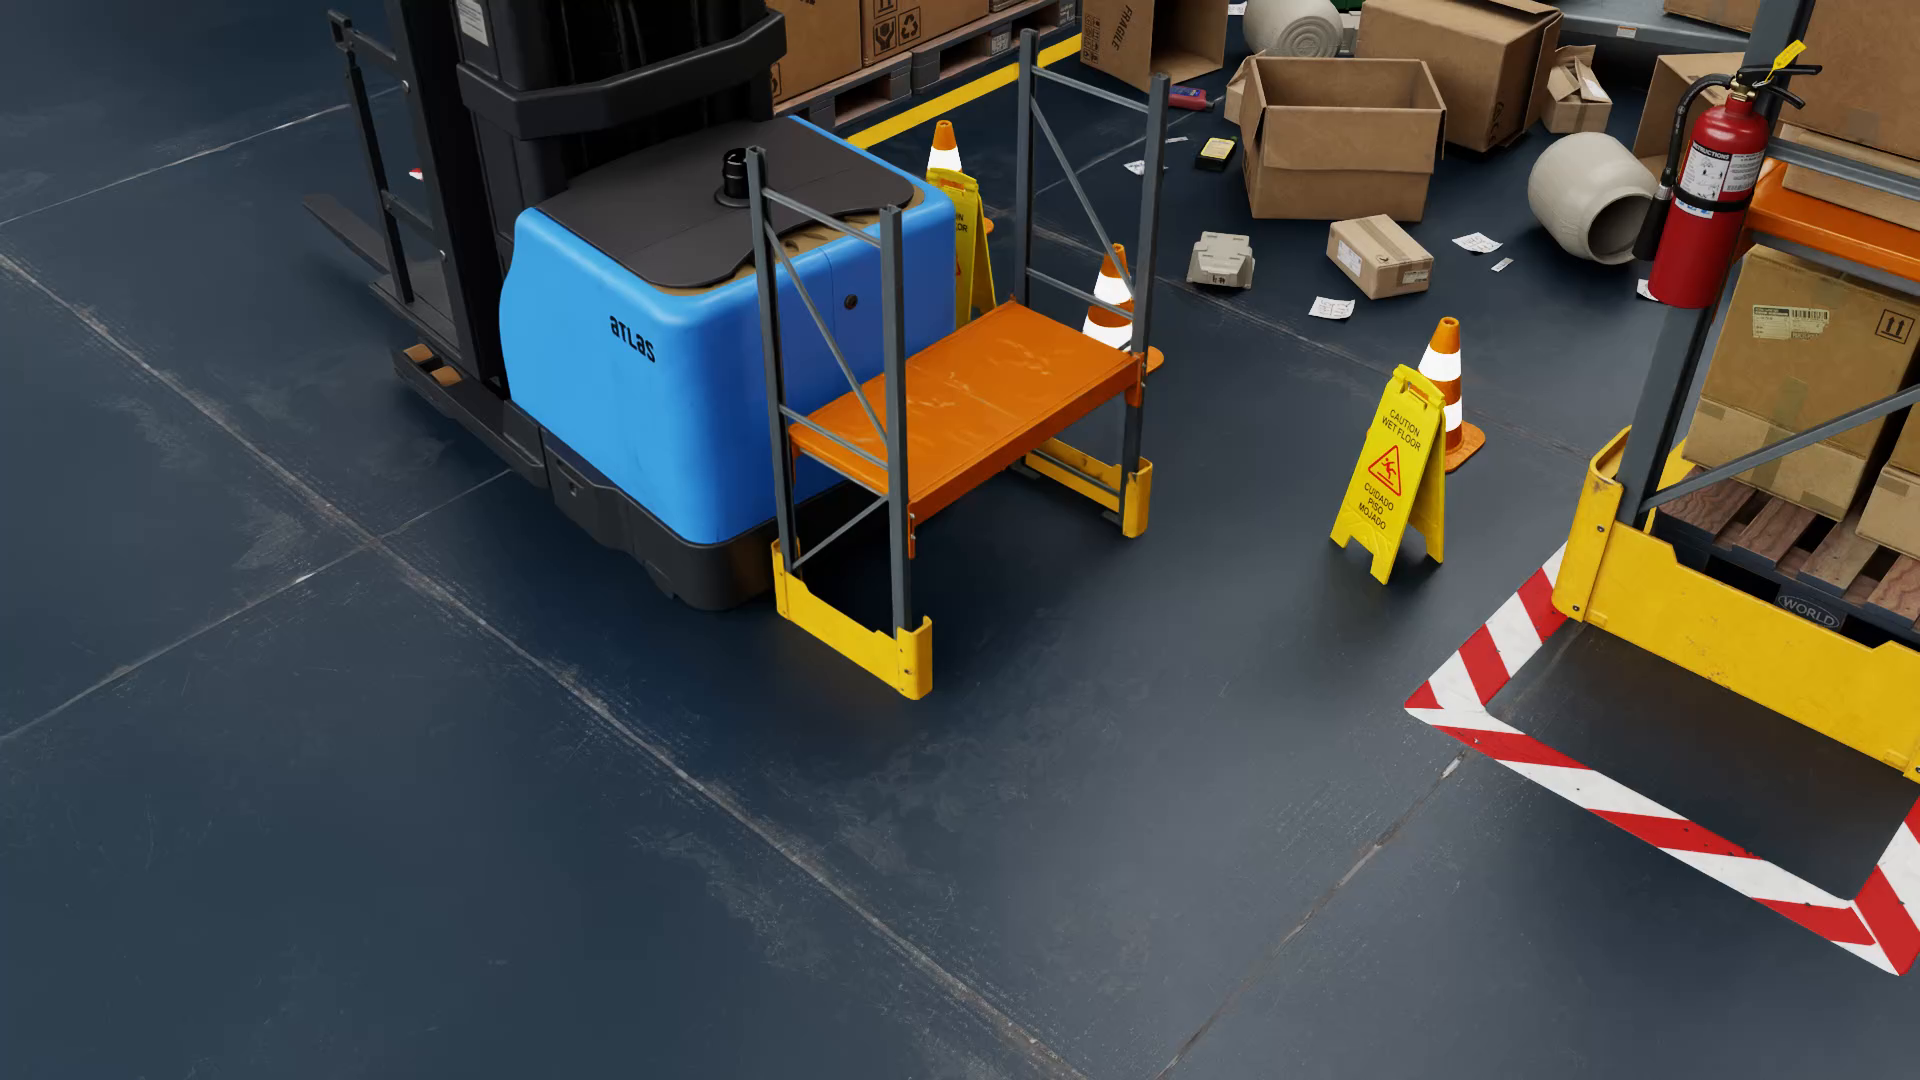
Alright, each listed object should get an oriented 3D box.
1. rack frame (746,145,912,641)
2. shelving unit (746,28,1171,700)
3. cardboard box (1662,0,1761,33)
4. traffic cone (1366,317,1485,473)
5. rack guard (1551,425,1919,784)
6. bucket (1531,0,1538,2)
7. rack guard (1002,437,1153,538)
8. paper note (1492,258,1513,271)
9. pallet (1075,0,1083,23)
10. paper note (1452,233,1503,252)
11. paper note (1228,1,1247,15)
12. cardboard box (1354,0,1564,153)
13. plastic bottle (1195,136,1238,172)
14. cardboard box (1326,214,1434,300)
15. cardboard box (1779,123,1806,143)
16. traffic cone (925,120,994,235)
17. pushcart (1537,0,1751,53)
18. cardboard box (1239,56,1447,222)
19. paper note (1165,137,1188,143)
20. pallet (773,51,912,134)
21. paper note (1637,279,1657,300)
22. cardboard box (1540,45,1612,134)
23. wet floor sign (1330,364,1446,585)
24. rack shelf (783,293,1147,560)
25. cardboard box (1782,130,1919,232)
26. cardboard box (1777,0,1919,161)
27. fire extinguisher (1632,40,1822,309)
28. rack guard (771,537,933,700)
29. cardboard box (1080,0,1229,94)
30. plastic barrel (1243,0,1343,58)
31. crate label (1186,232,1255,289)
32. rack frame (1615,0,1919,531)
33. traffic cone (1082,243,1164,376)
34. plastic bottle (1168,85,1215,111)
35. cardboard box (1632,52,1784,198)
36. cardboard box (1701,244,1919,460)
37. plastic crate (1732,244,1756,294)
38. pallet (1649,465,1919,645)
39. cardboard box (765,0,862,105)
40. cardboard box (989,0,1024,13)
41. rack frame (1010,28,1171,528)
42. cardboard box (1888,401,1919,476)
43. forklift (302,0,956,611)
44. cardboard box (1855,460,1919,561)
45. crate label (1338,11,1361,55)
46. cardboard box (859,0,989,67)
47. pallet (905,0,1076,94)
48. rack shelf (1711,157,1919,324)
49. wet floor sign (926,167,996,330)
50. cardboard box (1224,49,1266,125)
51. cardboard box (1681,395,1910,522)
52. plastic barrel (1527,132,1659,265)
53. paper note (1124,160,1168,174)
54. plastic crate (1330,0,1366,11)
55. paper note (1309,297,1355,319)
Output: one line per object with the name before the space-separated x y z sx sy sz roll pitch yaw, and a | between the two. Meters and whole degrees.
rack frame | -0.326 -0.263 4.376 0.500 1.500 0.032 30 47 32
shelving unit | 0.023 -0.501 4.675 0.587 1.500 1.083 30 47 32
cardboard box | 3.617 -2.670 7.598 0.500 0.500 0.500 30 47 32
traffic cone | 1.591 -0.527 5.541 0.336 0.463 0.334 30 47 32
rack guard | 2.304 0.163 4.643 1.175 0.500 0.348 30 47 32
bucket | 2.839 -2.933 7.938 0.620 0.611 0.726 -10 38 -28
rack guard | 0.360 -0.240 5.351 0.587 0.250 0.087 30 47 32
paper note | 2.160 -1.097 6.621 0.032 0.001 0.123 30 47 32
pallet | 0.659 -3.242 9.158 1.003 0.211 1.213 30 47 32
paper note | 2.105 -1.211 6.758 0.142 0.019 0.148 -18 42 -21
paper note | 1.444 -2.799 8.745 0.147 0.020 0.142 2 39 2
cardboard box | 2.194 -2.160 7.453 0.797 0.637 0.503 30 47 32
plastic bottle | 1.142 -1.723 7.368 0.133 0.061 0.283 14 41 17
cardboard box | 1.646 -1.115 6.532 0.250 0.149 0.380 -11 40 -14
cardboard box | 2.436 -1.107 4.434 0.380 0.149 0.250 29 47 31
traffic cone | -0.063 -1.467 6.724 0.336 0.463 0.334 30 47 32
pushcart | 3.235 -2.526 8.124 1.648 0.377 0.936 14 41 17
cardboard box | 1.569 -1.673 6.950 0.797 0.503 0.637 2 39 2
paper note | 0.969 -1.808 7.516 0.123 0.001 0.032 -11 40 -14
pallet | -0.987 -2.121 7.748 1.003 0.211 1.213 30 47 32
paper note | 2.704 -0.973 6.449 0.142 0.019 0.148 14 41 17
cardboard box | 2.818 -2.075 7.646 0.258 0.266 0.396 2 39 2
wet floor sign | 1.335 -0.221 5.010 0.232 0.644 0.267 -18 42 -21
rack shelf | 0.017 -0.356 4.781 0.538 0.185 1.000 30 47 32
cardboard box | 2.347 -0.944 4.229 0.380 0.149 0.250 31 48 33
cardboard box | 2.416 -1.301 4.157 0.500 0.500 0.500 29 47 31
fire extinguisher | 1.835 -0.891 4.023 0.296 0.674 0.183 30 47 32
rack guard | -0.313 0.217 4.776 0.587 0.250 0.087 30 47 32
cardboard box | 0.940 -2.529 8.027 0.500 0.500 0.500 -26 45 -29
plastic barrel | 1.596 -2.477 8.024 0.421 0.421 0.512 -5 39 -6
crate label | 1.027 -1.096 6.519 0.250 0.136 0.298 8 39 10
rack frame | 2.253 -0.781 3.822 1.000 3.000 0.127 30 47 32
traffic cone | 0.542 -0.837 5.930 0.336 0.463 0.334 30 47 32
plastic bottle | 1.065 -2.075 7.811 0.283 0.061 0.133 14 41 17
cardboard box | 3.224 -1.720 7.009 0.500 0.500 0.500 -5 39 -6
cardboard box | 2.601 -0.640 4.914 0.500 0.500 0.500 30 47 32
plastic crate | 3.287 -1.099 6.567 0.402 0.080 0.583 14 41 17
pallet | 2.878 -0.082 5.184 1.003 0.211 1.213 30 47 32
cardboard box | -1.060 -2.485 7.334 0.875 0.875 0.875 30 47 32
cardboard box | 0.148 -3.308 8.369 0.875 0.875 0.875 30 47 32
rack frame | 0.360 -0.730 4.963 0.500 1.500 0.032 30 47 32
cardboard box | 3.017 -0.428 4.647 0.500 0.500 0.500 28 46 31
forklift | -1.355 -1.773 5.125 1.130 2.935 3.031 -29 47 -32
cardboard box | 3.001 -0.123 4.867 0.500 0.250 0.500 29 47 32
crate label | 1.961 -2.550 8.347 0.298 0.136 0.250 2 39 2
cardboard box | -0.468 -2.890 7.844 0.875 0.875 0.875 29 47 31
pallet | -0.164 -2.679 8.450 1.003 0.211 1.213 30 47 32
rack shelf | 3.602 -1.418 5.201 1.077 0.370 4.000 30 47 32
wet floor sign | -0.027 -1.046 6.048 0.267 0.644 0.232 22 43 25
cardboard box | 1.429 -2.017 7.573 0.258 0.266 0.396 -26 45 -29
cardboard box | 2.616 -0.364 5.170 0.500 0.250 0.500 29 47 32
plastic barrel | 2.529 -1.357 6.616 0.421 0.421 0.512 -5 39 -6
paper note | 0.814 -1.638 7.287 0.142 0.017 0.144 -18 42 -21
plastic crate | 2.079 -2.942 8.753 0.662 0.188 0.450 -11 30 -14
paper note | 1.421 -0.889 6.343 0.148 0.019 0.142 14 41 17
